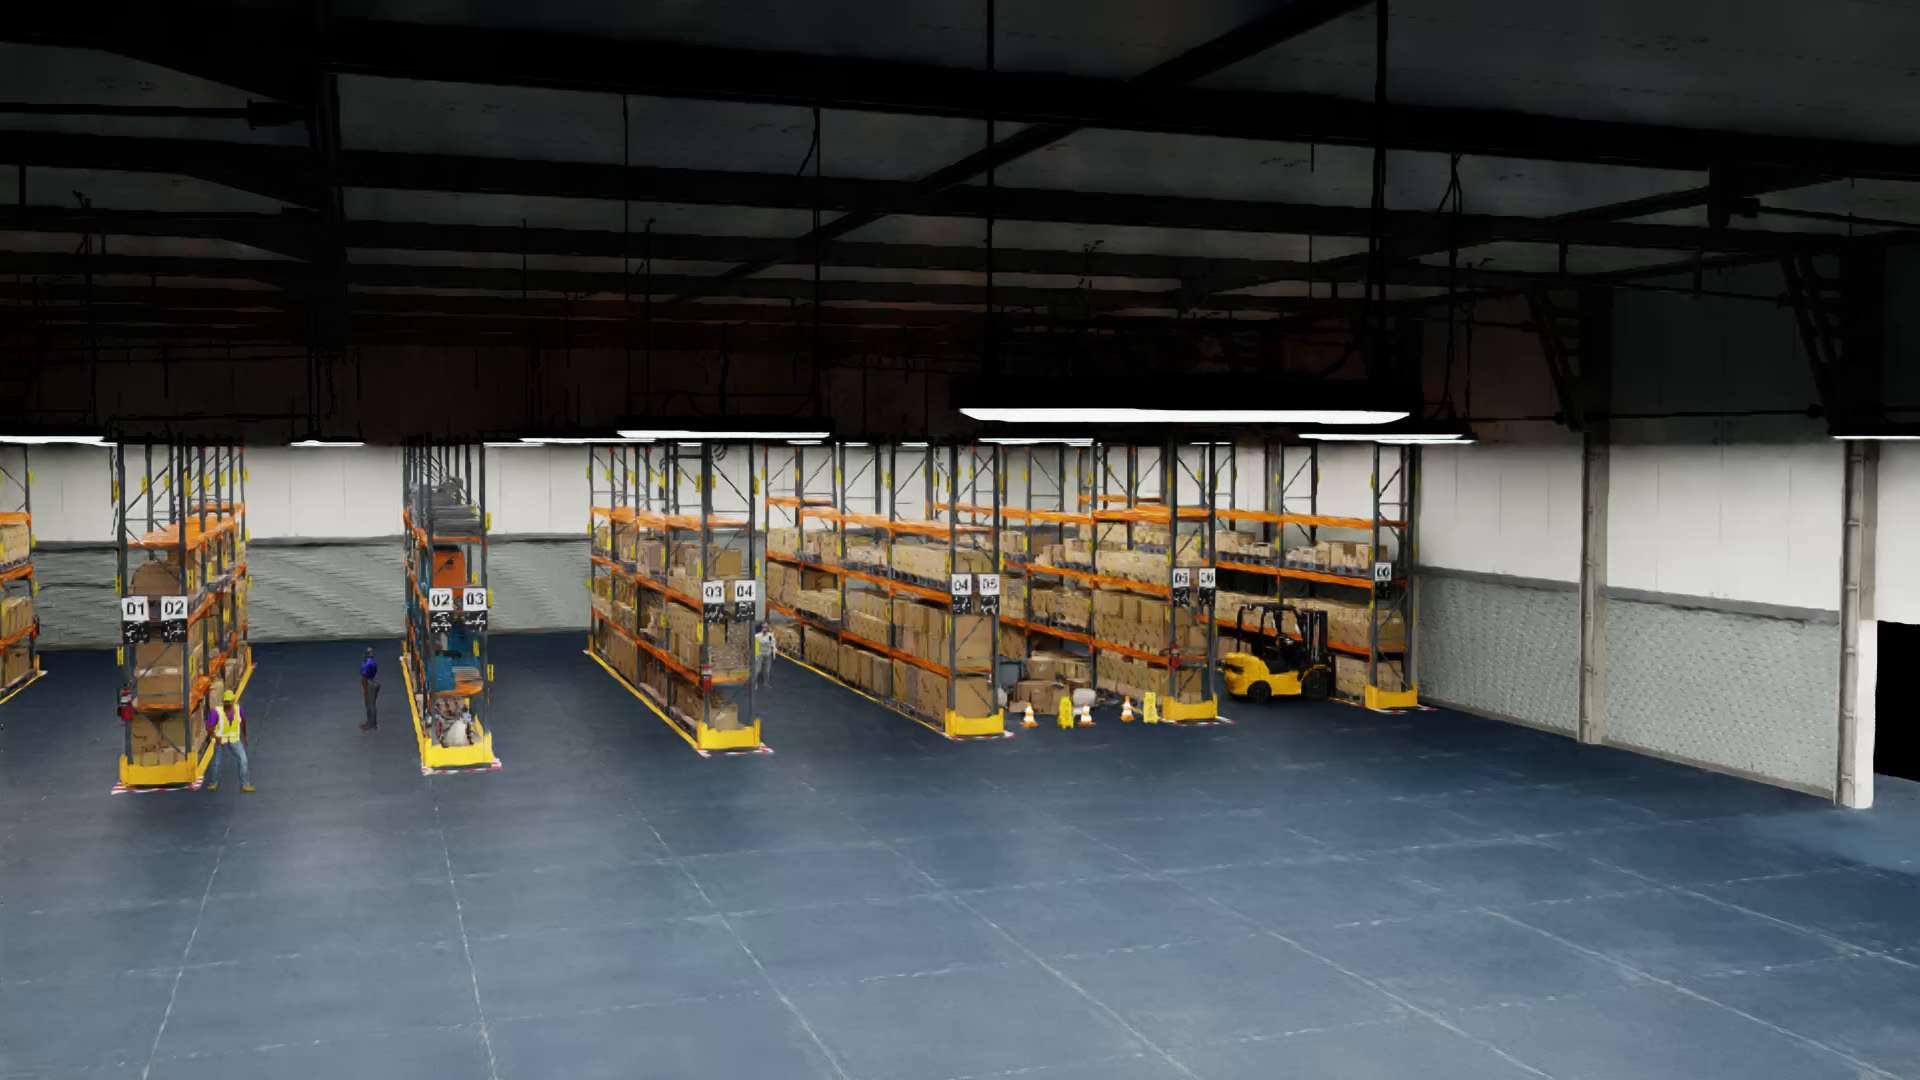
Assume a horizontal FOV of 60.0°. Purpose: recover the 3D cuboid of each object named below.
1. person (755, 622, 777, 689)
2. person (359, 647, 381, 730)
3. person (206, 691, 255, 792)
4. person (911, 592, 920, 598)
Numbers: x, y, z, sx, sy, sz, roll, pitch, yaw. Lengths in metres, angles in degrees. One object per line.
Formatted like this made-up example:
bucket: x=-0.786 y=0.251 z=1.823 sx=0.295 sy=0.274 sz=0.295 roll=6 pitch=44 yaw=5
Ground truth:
person: x=-4.664 y=2.727 z=39.474 sx=0.639 sy=1.632 sz=0.512 roll=-1 pitch=3 yaw=-21
person: x=-12.062 y=3.004 z=33.894 sx=0.462 sy=1.659 sz=0.498 roll=1 pitch=3 yaw=11
person: x=-12.169 y=3.335 z=27.614 sx=0.700 sy=1.705 sz=0.840 roll=-2 pitch=4 yaw=-37
person: x=-1.356 y=2.144 z=48.215 sx=0.577 sy=1.785 sz=0.655 roll=0 pitch=3 yaw=7
